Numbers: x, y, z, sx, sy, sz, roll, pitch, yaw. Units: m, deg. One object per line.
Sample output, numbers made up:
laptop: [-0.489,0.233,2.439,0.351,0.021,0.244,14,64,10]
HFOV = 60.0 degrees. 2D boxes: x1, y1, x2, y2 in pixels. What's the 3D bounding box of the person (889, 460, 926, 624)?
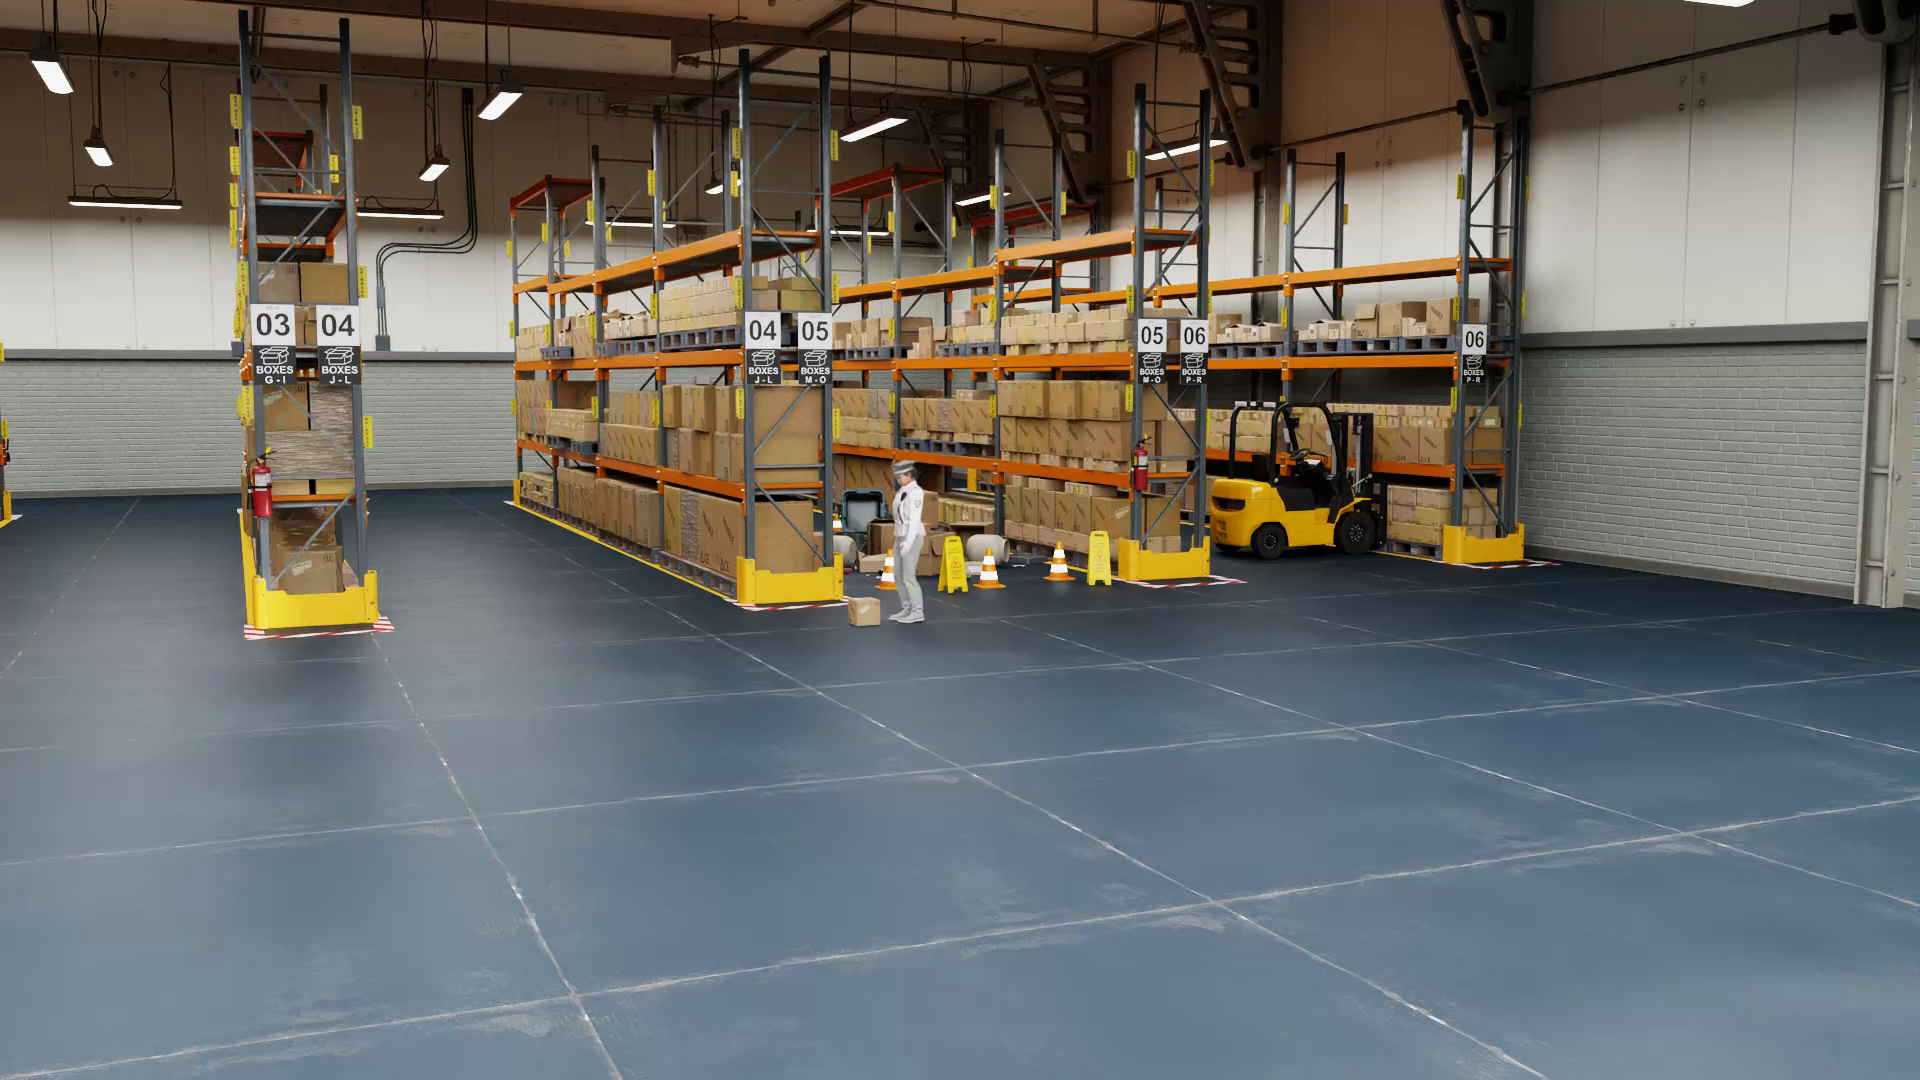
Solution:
person: [-0.531,0.020,16.939,0.352,1.644,0.479,-2,6,-23]
